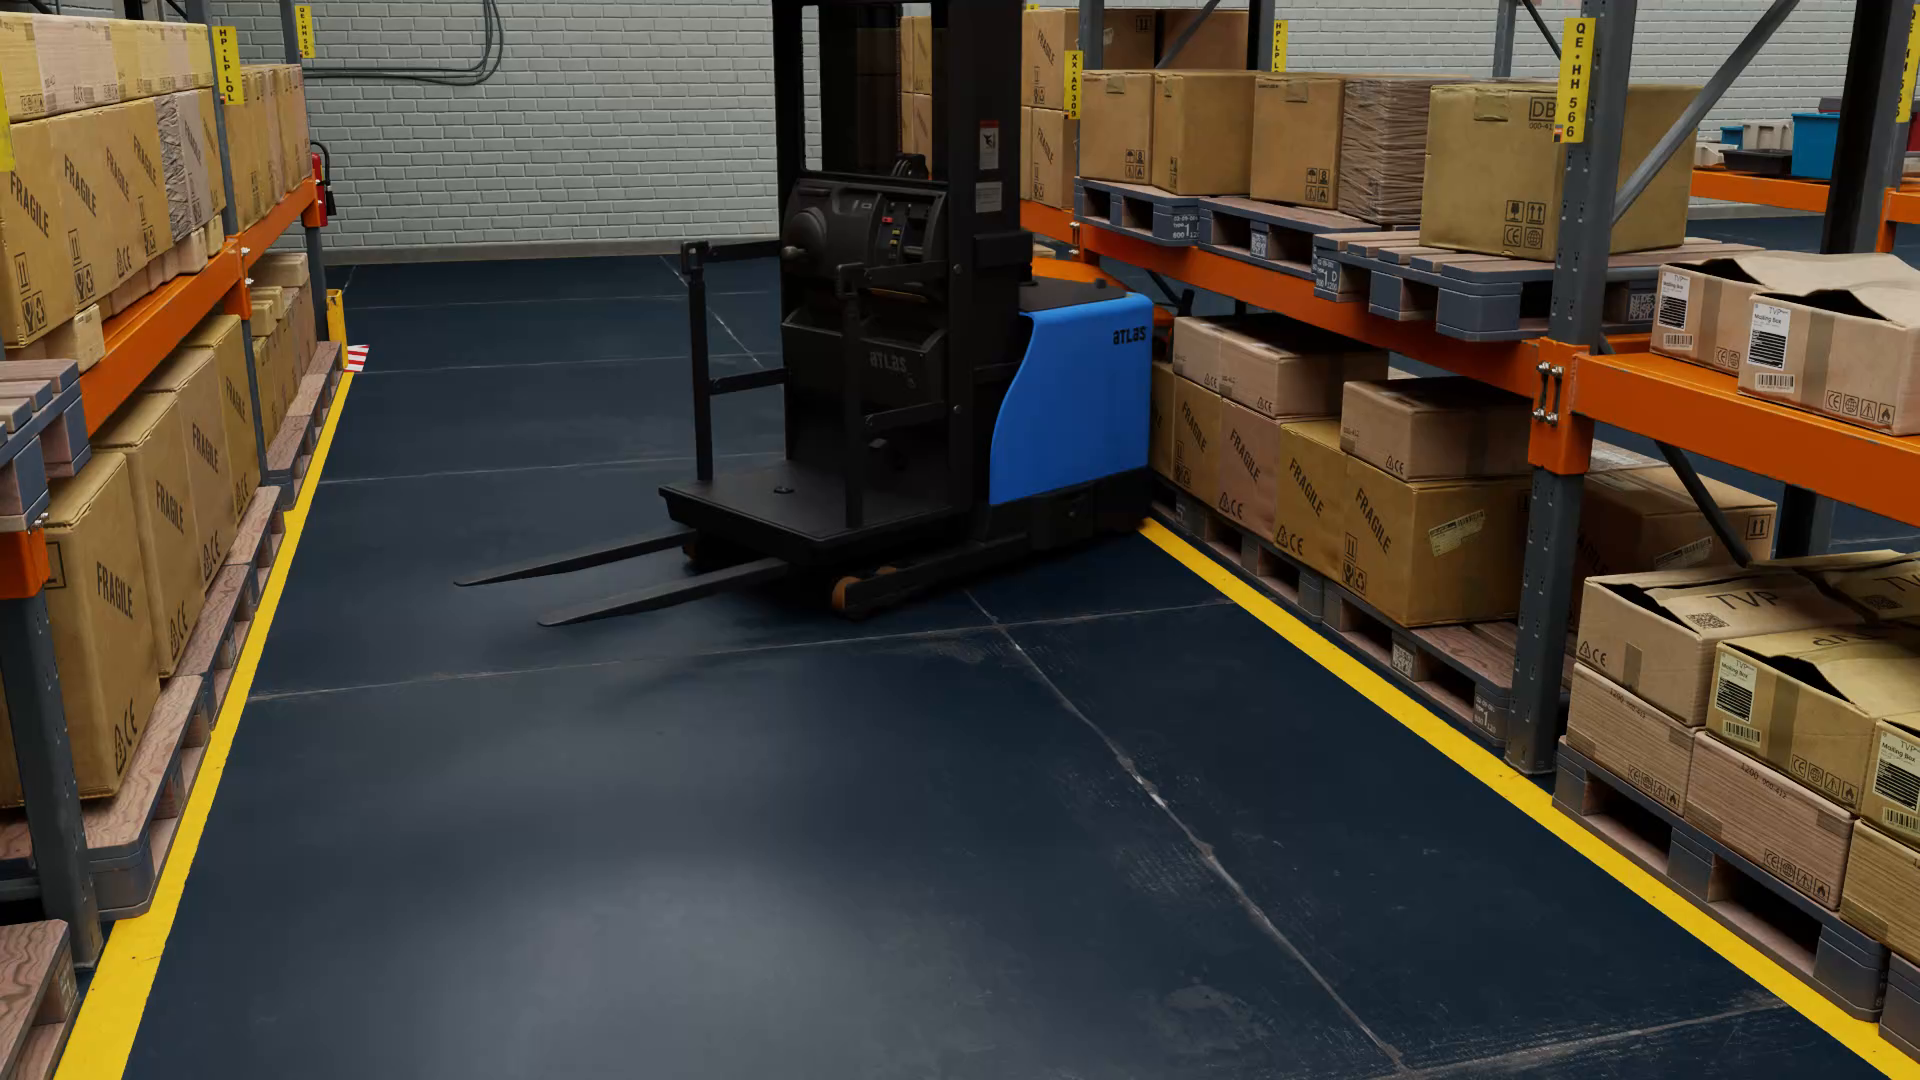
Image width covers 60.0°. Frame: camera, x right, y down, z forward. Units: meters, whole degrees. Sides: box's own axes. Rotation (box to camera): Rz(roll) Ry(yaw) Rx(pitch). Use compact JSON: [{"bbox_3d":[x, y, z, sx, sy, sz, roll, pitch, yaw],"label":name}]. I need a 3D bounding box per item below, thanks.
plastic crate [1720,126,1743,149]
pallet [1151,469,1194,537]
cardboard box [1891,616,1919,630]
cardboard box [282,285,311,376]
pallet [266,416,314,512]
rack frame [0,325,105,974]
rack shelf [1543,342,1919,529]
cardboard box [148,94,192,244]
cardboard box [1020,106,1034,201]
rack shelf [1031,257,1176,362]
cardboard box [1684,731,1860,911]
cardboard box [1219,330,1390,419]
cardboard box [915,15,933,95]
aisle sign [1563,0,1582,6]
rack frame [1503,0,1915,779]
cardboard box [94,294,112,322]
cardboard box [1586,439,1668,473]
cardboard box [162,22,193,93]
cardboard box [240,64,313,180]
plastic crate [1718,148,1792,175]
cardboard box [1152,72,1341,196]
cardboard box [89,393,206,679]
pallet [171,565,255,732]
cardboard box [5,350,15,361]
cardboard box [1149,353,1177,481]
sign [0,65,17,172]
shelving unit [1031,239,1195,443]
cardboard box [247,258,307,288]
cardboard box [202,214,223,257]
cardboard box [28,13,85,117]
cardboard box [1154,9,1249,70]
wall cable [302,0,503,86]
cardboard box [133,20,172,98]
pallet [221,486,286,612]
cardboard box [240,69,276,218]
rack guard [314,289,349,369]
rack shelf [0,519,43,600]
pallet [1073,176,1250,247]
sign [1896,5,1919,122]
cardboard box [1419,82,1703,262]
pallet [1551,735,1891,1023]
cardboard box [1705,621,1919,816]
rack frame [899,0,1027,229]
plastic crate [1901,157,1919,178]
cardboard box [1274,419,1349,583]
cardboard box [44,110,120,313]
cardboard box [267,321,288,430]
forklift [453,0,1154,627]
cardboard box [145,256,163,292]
[{"bbox_3d":[5.558,-2.774,11.660,0.416,0.233,0.300,-5,17,-15],"label":"plastic crate"},{"bbox_3d":[1.342,-0.319,8.146,1.003,0.211,1.213,-5,17,-15],"label":"pallet"},{"bbox_3d":[2.711,0.346,4.161,0.500,0.311,0.500,-5,17,-16],"label":"cardboard box"},{"bbox_3d":[-4.353,-1.270,10.081,0.700,0.500,0.500,-5,17,-15],"label":"cardboard box"},{"bbox_3d":[-3.813,-0.365,8.299,1.003,0.211,1.213,-5,17,-15],"label":"pallet"},{"bbox_3d":[-2.580,-0.377,3.494,1.000,3.000,0.127,-5,17,-15],"label":"rack frame"},{"bbox_3d":[2.731,0.128,3.063,1.077,0.370,4.000,-5,17,-15],"label":"rack shelf"},{"bbox_3d":[-3.031,-1.296,5.826,0.500,0.500,0.500,-5,17,-15],"label":"cardboard box"},{"bbox_3d":[0.555,-2.185,9.337,0.500,0.500,0.500,-4,17,-14],"label":"cardboard box"},{"bbox_3d":[0.597,-1.106,7.975,0.538,0.278,1.000,3,23,-24],"label":"rack shelf"},{"bbox_3d":[2.182,0.653,4.114,0.500,0.250,0.500,-5,17,-17],"label":"cardboard box"},{"bbox_3d":[1.394,-0.681,6.781,0.500,0.250,0.500,-5,17,-16],"label":"cardboard box"},{"bbox_3d":[0.003,-3.222,11.052,0.500,0.500,0.500,-5,17,-15],"label":"cardboard box"},{"bbox_3d":[5.009,-4.661,13.237,0.394,0.787,0.004,-5,17,-15],"label":"aisle sign"},{"bbox_3d":[2.182,-0.770,4.801,1.000,3.000,0.127,-5,17,-15],"label":"rack frame"},{"bbox_3d":[-2.828,-0.730,5.069,0.380,0.149,0.250,-4,17,-14],"label":"cardboard box"},{"bbox_3d":[2.182,-0.076,6.072,0.500,0.500,0.500,-5,18,-17],"label":"cardboard box"},{"bbox_3d":[-3.174,-1.792,6.173,0.500,0.250,0.500,-4,17,-14],"label":"cardboard box"},{"bbox_3d":[-4.629,-2.593,10.350,0.980,0.700,0.700,-4,17,-13],"label":"cardboard box"},{"bbox_3d":[5.280,-2.452,10.776,0.437,0.125,0.590,-5,17,-15],"label":"plastic crate"},{"bbox_3d":[1.247,-1.791,7.298,0.700,0.500,0.500,-2,17,-6],"label":"cardboard box"},{"bbox_3d":[-2.891,-0.005,5.263,0.750,0.750,0.750,-5,17,-16],"label":"cardboard box"},{"bbox_3d":[-3.056,0.397,5.762,1.003,0.211,1.213,-5,17,-15],"label":"pallet"},{"bbox_3d":[-2.448,-0.376,3.891,0.380,0.149,0.250,-5,17,-16],"label":"cardboard box"},{"bbox_3d":[1.138,-0.590,7.783,0.500,0.500,0.500,-4,17,-14],"label":"cardboard box"},{"bbox_3d":[-2.061,-0.939,3.490,0.100,0.325,0.005,-5,17,-15],"label":"sign"},{"bbox_3d":[0.536,-0.839,8.079,0.538,1.125,1.048,3,23,-24],"label":"shelving unit"},{"bbox_3d":[-4.209,-1.627,10.143,0.380,0.149,0.250,-4,17,-14],"label":"cardboard box"},{"bbox_3d":[-3.222,-1.234,6.747,0.380,0.149,0.250,-4,17,-14],"label":"cardboard box"},{"bbox_3d":[-2.606,-1.231,4.306,0.500,0.250,0.500,-5,17,-16],"label":"cardboard box"},{"bbox_3d":[1.223,-2.556,8.834,0.500,0.500,0.500,-4,17,-14],"label":"cardboard box"},{"bbox_3d":[-5.990,-5.569,15.746,3.097,2.526,0.112,-5,17,-15],"label":"wall cable"},{"bbox_3d":[-3.034,-1.650,5.703,0.500,0.250,0.500,-4,17,-14],"label":"cardboard box"},{"bbox_3d":[-3.395,0.059,6.888,1.003,0.211,1.213,-5,17,-15],"label":"pallet"},{"bbox_3d":[-4.008,-1.981,8.311,0.980,0.700,0.700,-5,17,-17],"label":"cardboard box"},{"bbox_3d":[-4.785,-1.400,11.242,1.175,0.500,0.348,-5,17,-15],"label":"rack guard"},{"bbox_3d":[-2.031,0.521,1.755,1.077,0.370,4.000,-5,17,-15],"label":"rack shelf"},{"bbox_3d":[1.197,-1.555,7.747,1.003,0.211,1.213,-5,17,-15],"label":"pallet"},{"bbox_3d":[2.714,-1.369,4.783,0.100,0.325,0.005,-5,17,-15],"label":"sign"},{"bbox_3d":[1.900,-1.184,5.276,0.700,0.500,0.500,-12,20,-34],"label":"cardboard box"},{"bbox_3d":[2.370,0.796,4.434,1.003,0.211,1.213,-5,17,-15],"label":"pallet"},{"bbox_3d":[2.196,0.390,4.014,0.500,0.311,0.500,-5,17,-17],"label":"cardboard box"},{"bbox_3d":[-0.017,-2.983,12.168,1.000,3.000,0.127,-5,17,-15],"label":"rack frame"},{"bbox_3d":[5.856,-2.309,10.280,0.396,0.136,0.243,-5,17,-15],"label":"plastic crate"},{"bbox_3d":[1.557,-0.167,6.373,0.500,0.500,0.500,-5,18,-17],"label":"cardboard box"},{"bbox_3d":[-2.603,-0.877,4.433,0.500,0.500,0.500,-4,17,-13],"label":"cardboard box"},{"bbox_3d":[-3.921,-0.842,8.655,0.700,0.500,0.500,-5,17,-16],"label":"cardboard box"},{"bbox_3d":[-0.549,-1.265,6.567,3.031,2.935,1.130,-15,22,-41],"label":"forklift"},{"bbox_3d":[-3.007,-0.947,5.792,0.380,0.149,0.250,-5,17,-17],"label":"cardboard box"}]
